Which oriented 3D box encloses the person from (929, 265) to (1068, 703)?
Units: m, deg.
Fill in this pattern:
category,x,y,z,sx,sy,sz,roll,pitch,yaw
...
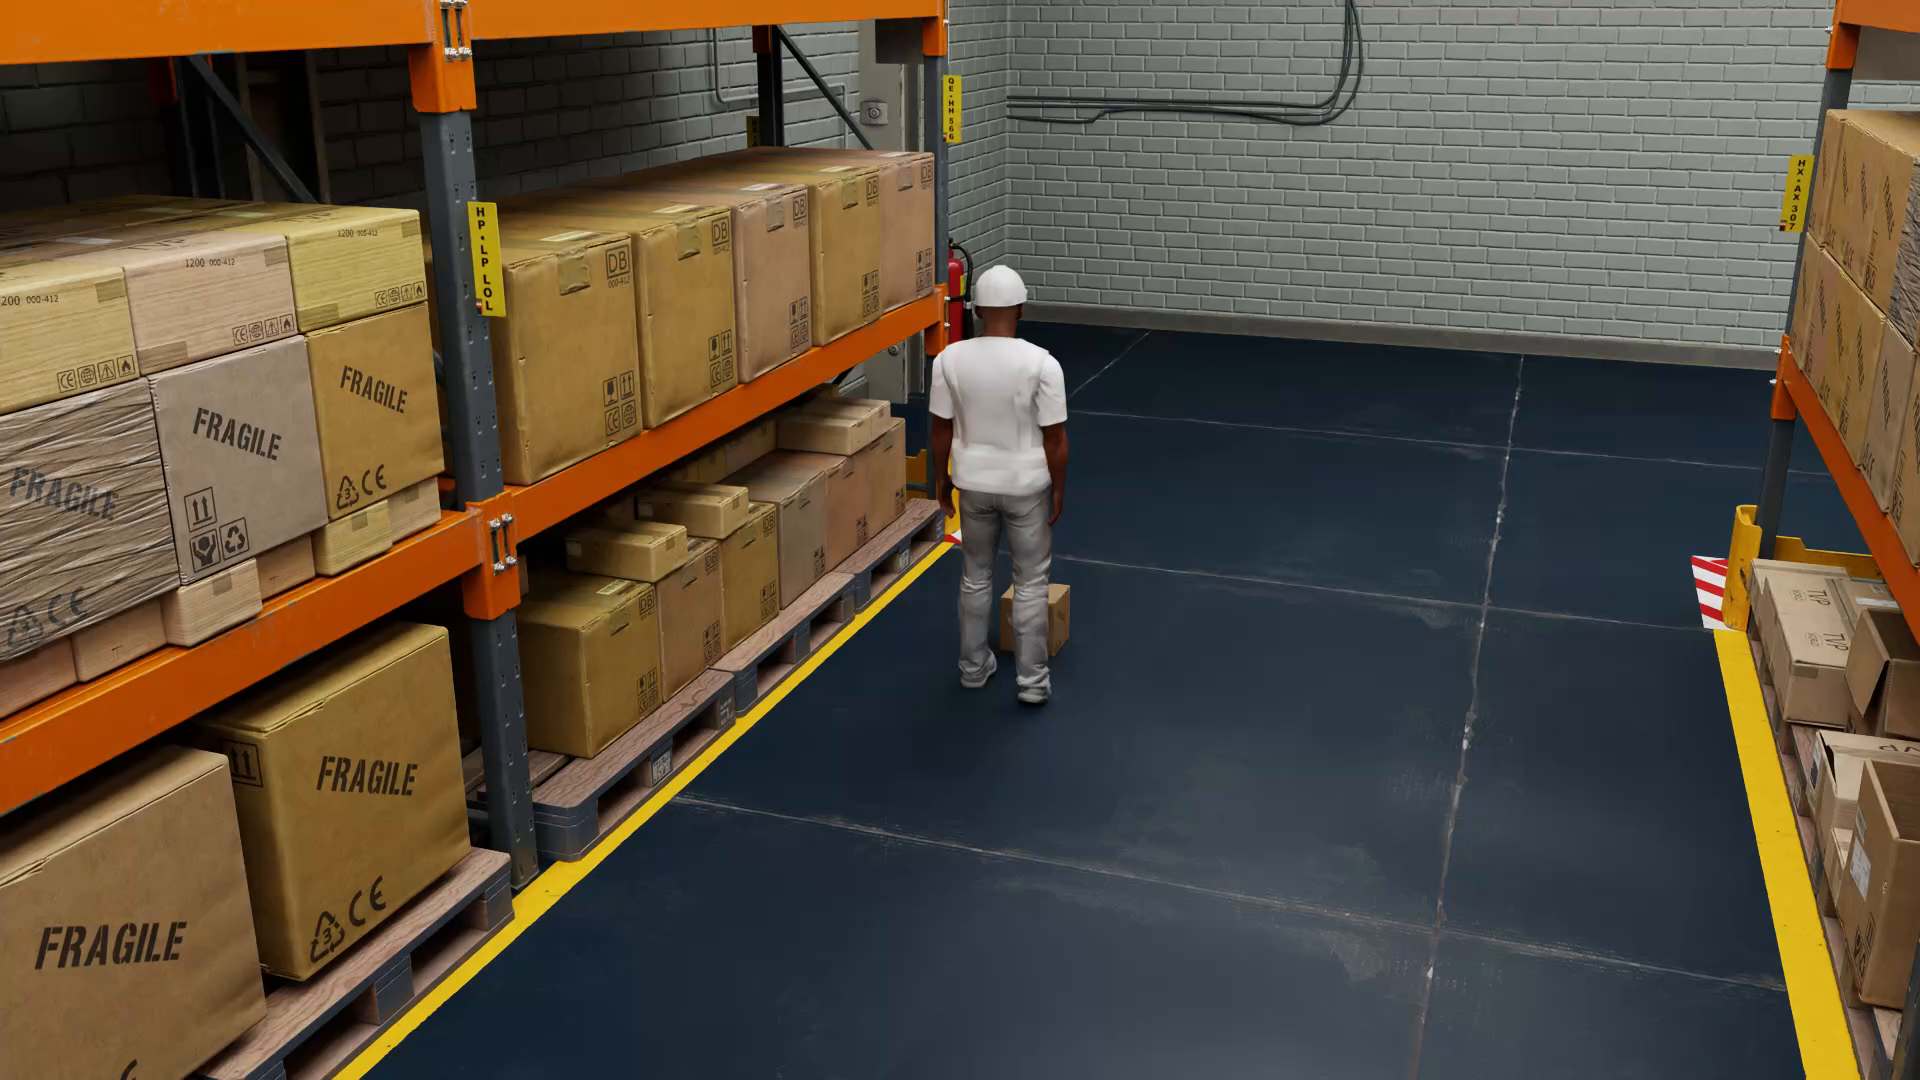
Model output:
category,x,y,z,sx,sy,sz,roll,pitch,yaw
person,0.169,-0.209,6.722,0.566,1.809,0.409,6,20,18
